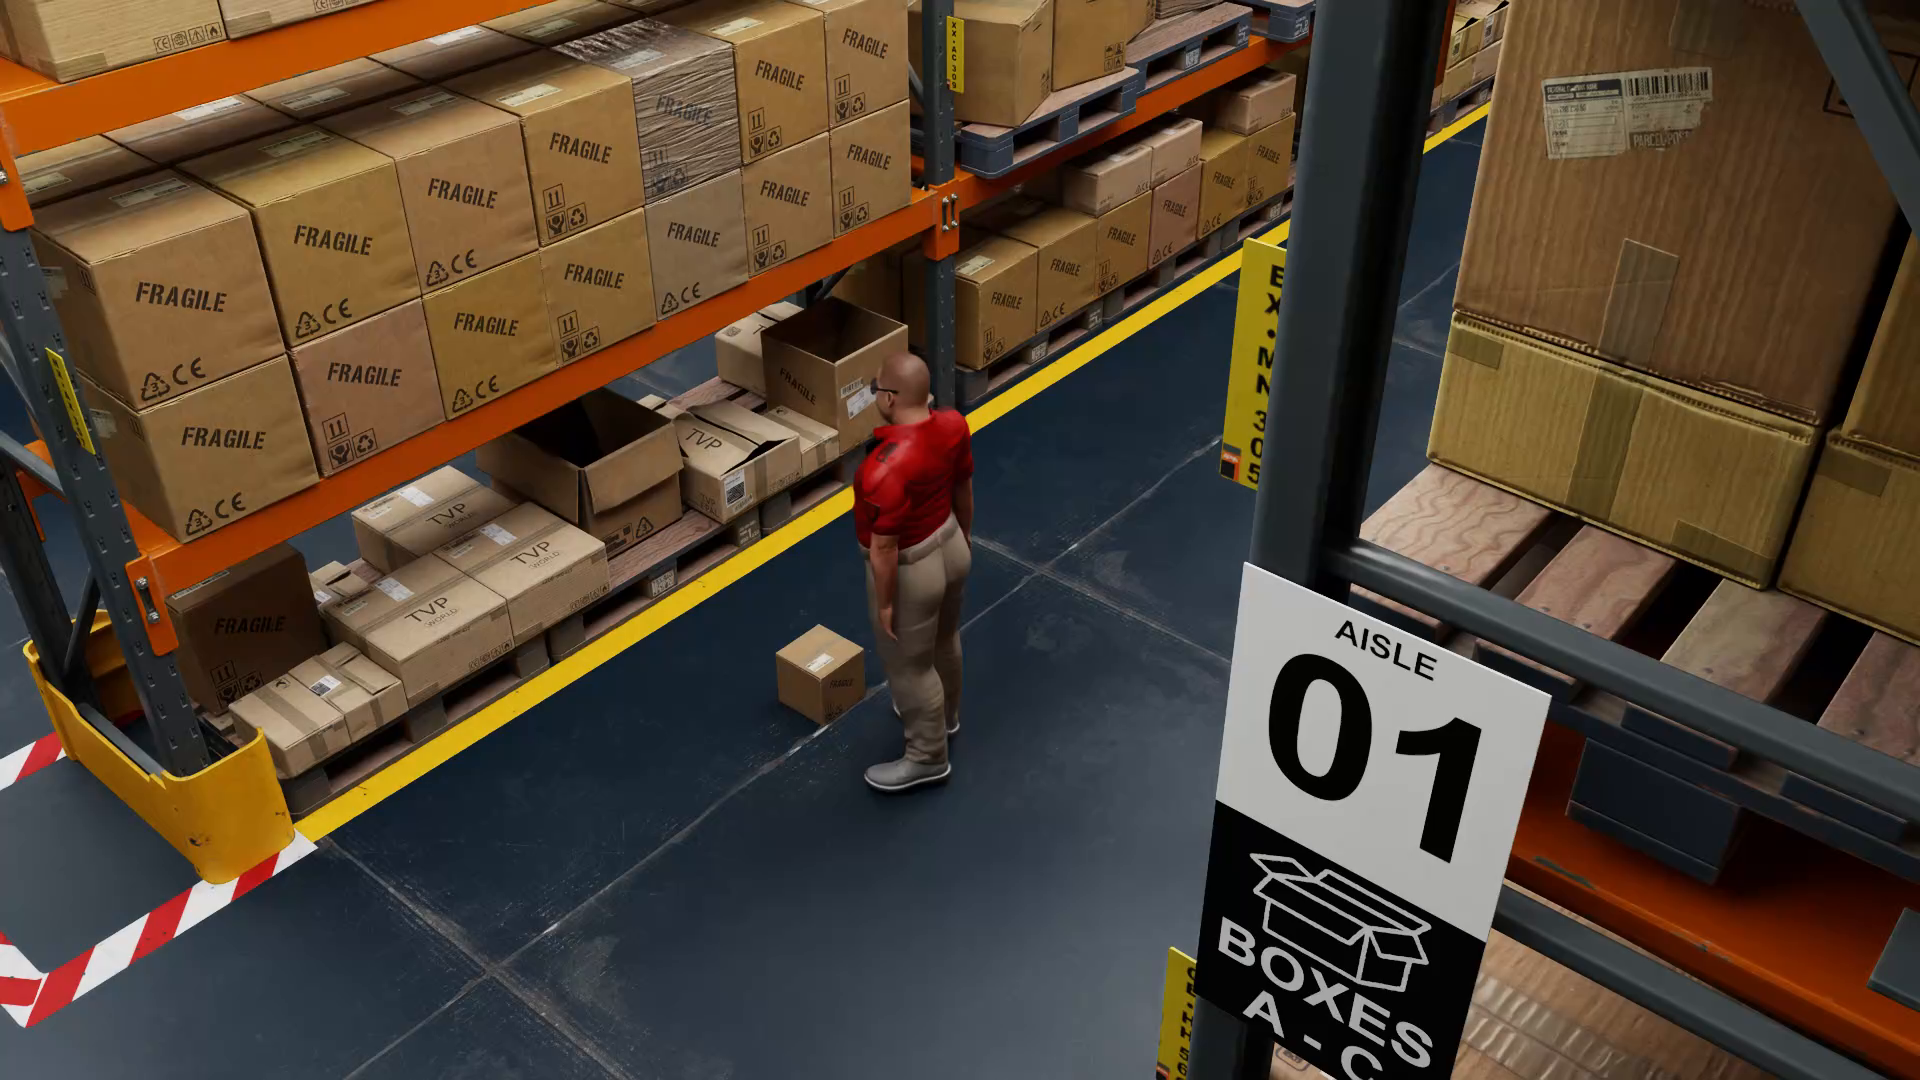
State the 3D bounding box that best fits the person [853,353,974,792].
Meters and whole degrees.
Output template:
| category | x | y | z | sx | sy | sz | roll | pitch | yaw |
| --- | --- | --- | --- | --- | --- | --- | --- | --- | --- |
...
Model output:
| category | x | y | z | sx | sy | sz | roll | pitch | yaw |
| --- | --- | --- | --- | --- | --- | --- | --- | --- | --- |
| person | -0.169 | 0.095 | 5.992 | 0.439 | 1.734 | 0.593 | 21 | 40 | 28 |
